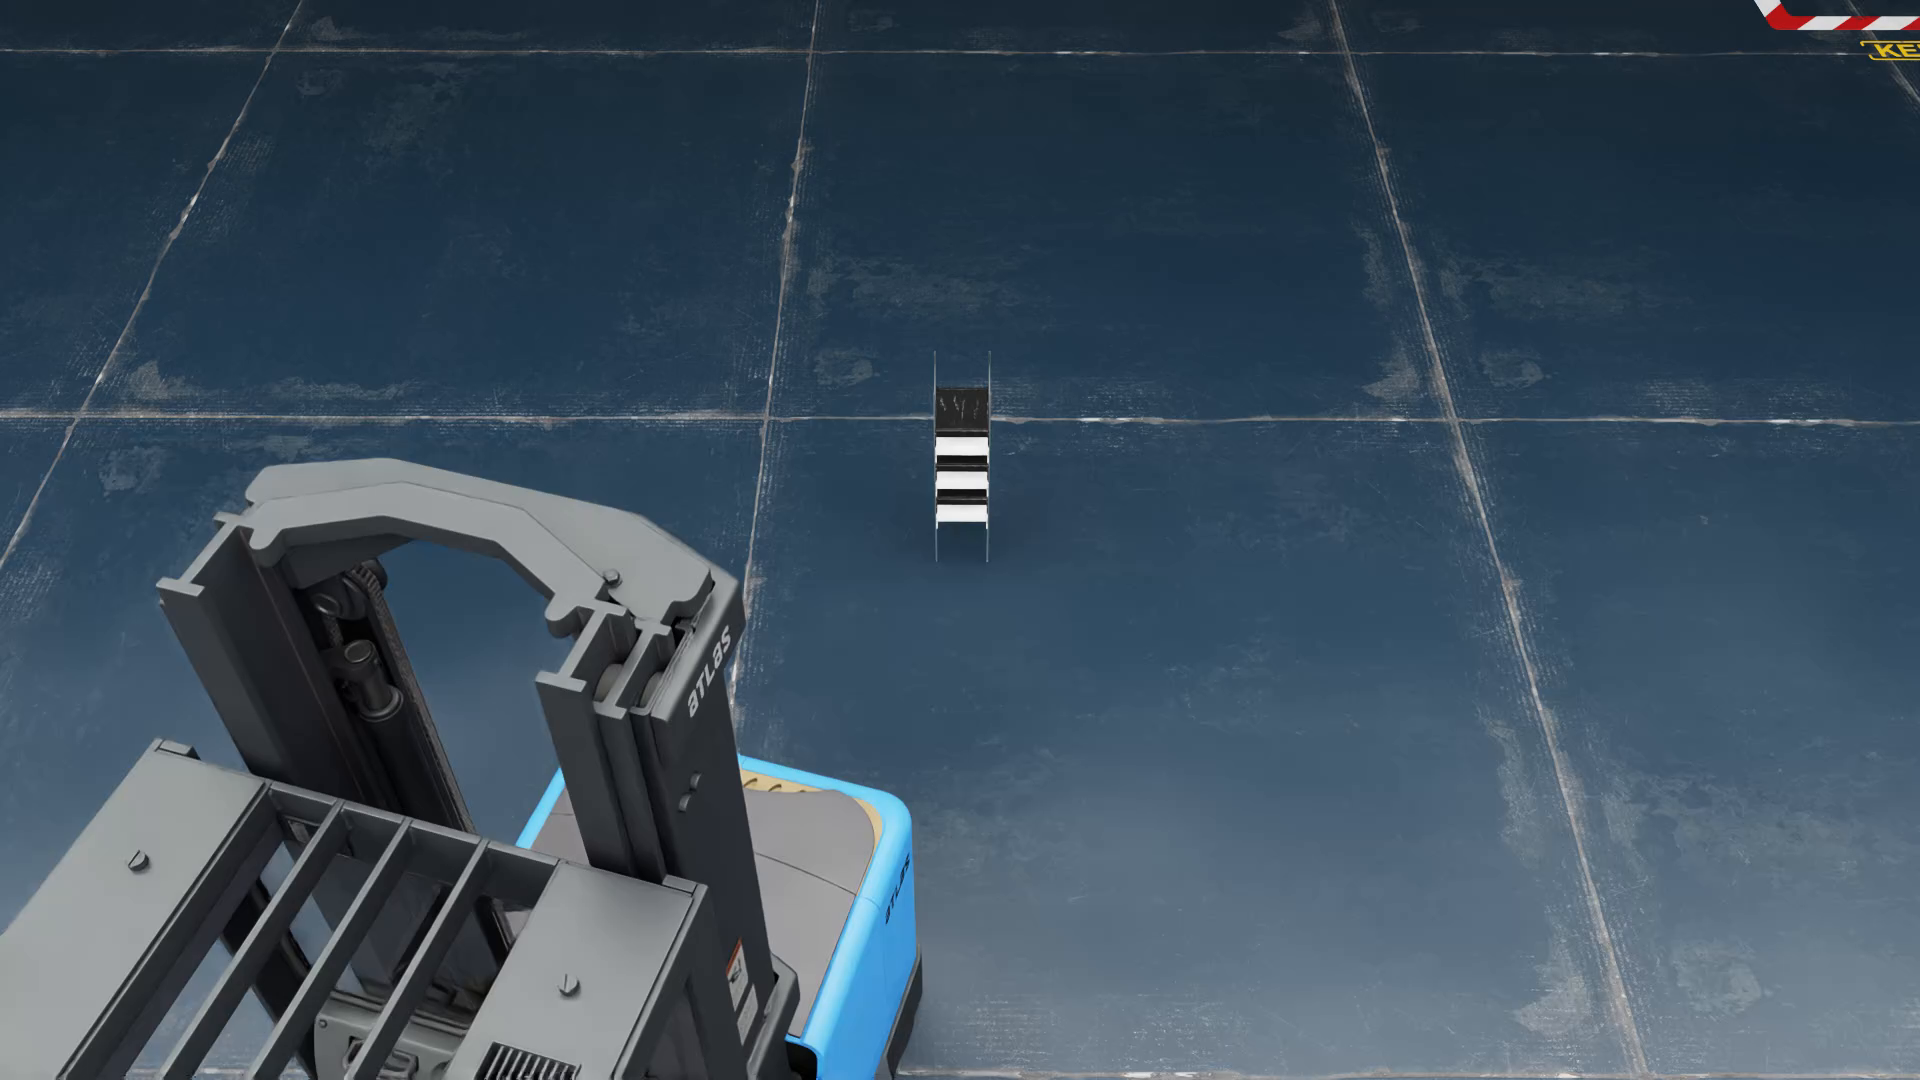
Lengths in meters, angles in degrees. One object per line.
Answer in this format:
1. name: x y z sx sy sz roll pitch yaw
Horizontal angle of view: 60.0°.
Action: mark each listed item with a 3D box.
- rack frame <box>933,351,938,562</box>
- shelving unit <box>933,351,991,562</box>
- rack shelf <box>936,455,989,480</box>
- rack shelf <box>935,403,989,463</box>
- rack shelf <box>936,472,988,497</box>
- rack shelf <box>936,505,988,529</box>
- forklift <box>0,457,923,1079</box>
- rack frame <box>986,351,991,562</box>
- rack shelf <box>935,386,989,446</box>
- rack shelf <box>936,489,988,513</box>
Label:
1. rack frame: -0.094 -0.307 6.421 0.006 0.900 0.240 0 47 0
2. shelving unit: 0.008 -0.307 6.421 0.210 0.900 0.258 0 47 0
3. rack shelf: 0.008 -0.345 6.379 0.200 0.077 0.258 0 47 0
4. rack shelf: 0.008 -0.406 6.313 0.200 0.077 0.258 0 47 0
5. rack shelf: 0.008 -0.284 6.445 0.200 0.077 0.258 0 47 0
6. rack shelf: 0.008 -0.161 6.577 0.200 0.077 0.258 0 47 0
7. forklift: -1.031 1.384 3.460 1.130 2.935 3.031 12 48 11
8. rack frame: 0.110 -0.306 6.420 0.006 0.900 0.240 0 47 0
9. rack shelf: 0.008 -0.468 6.247 0.200 0.077 0.258 0 47 0
10. rack shelf: 0.008 -0.223 6.511 0.200 0.077 0.258 0 47 0
